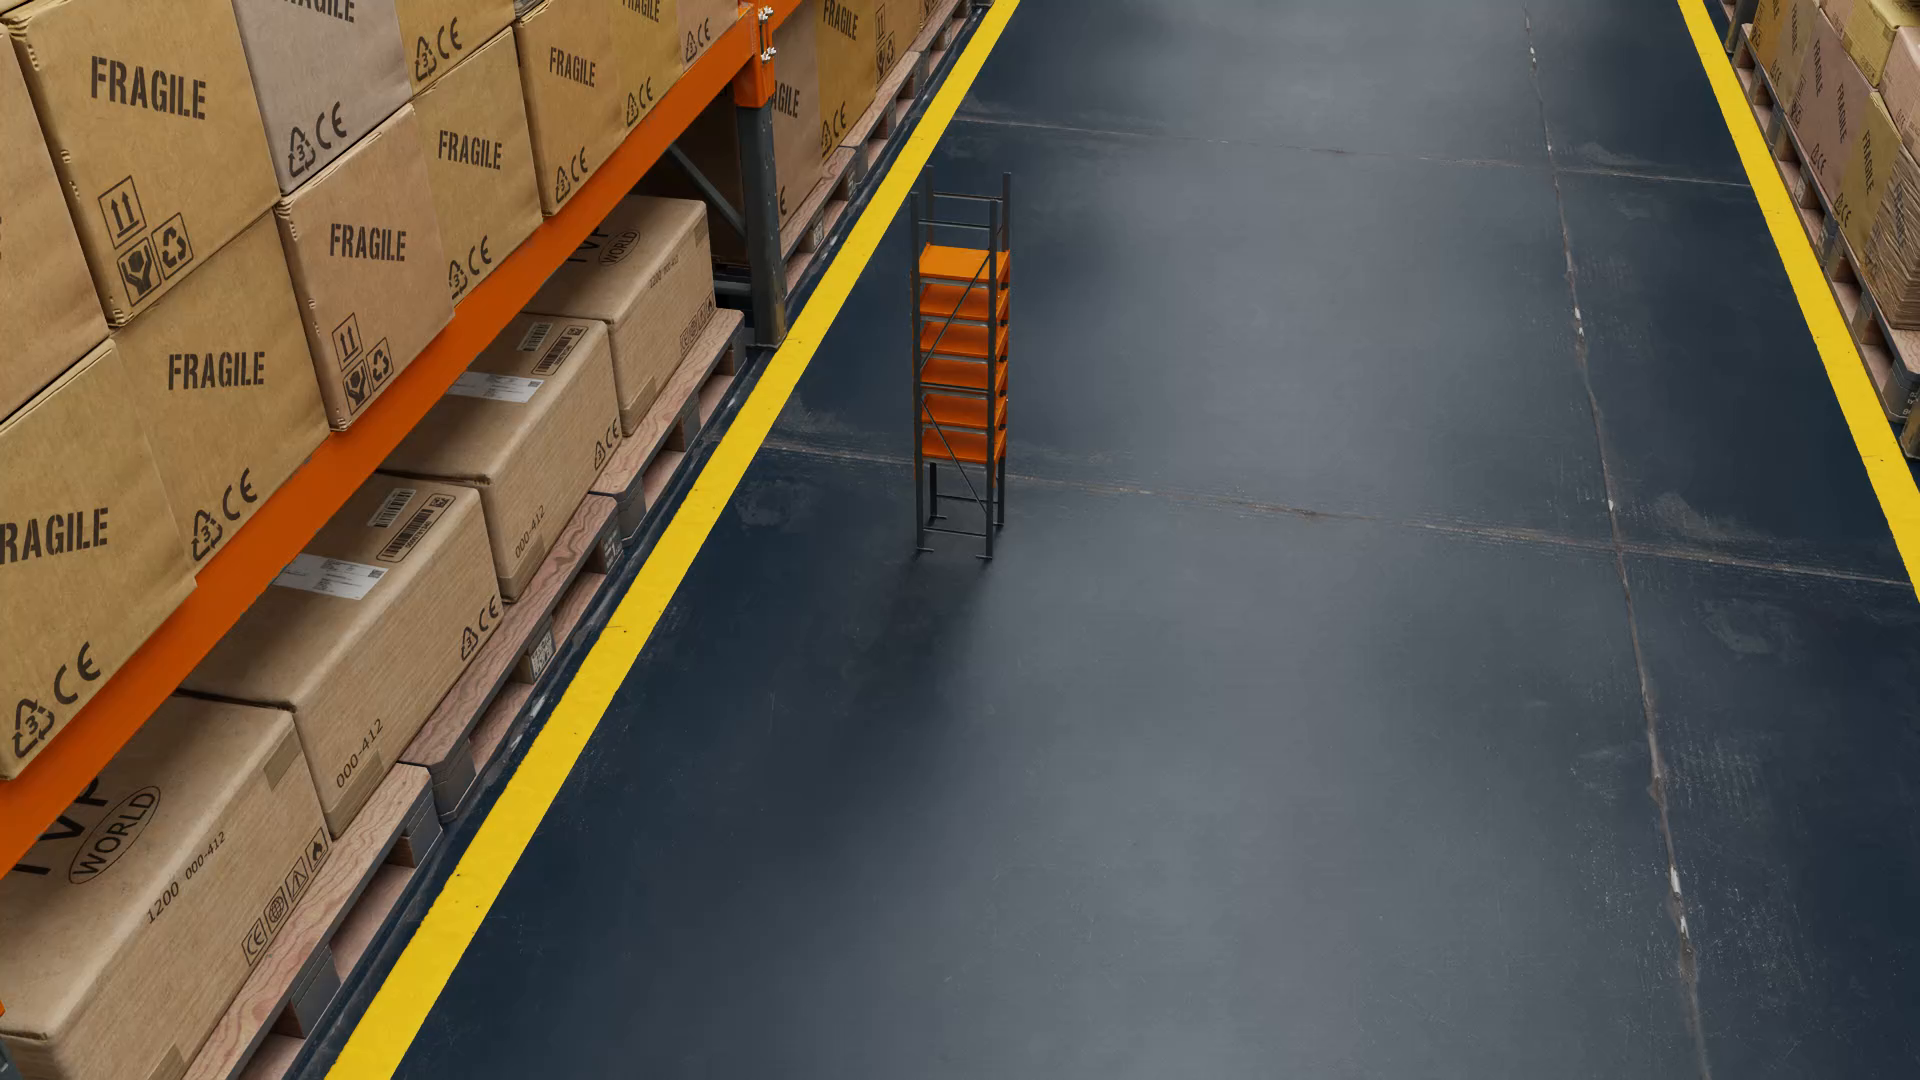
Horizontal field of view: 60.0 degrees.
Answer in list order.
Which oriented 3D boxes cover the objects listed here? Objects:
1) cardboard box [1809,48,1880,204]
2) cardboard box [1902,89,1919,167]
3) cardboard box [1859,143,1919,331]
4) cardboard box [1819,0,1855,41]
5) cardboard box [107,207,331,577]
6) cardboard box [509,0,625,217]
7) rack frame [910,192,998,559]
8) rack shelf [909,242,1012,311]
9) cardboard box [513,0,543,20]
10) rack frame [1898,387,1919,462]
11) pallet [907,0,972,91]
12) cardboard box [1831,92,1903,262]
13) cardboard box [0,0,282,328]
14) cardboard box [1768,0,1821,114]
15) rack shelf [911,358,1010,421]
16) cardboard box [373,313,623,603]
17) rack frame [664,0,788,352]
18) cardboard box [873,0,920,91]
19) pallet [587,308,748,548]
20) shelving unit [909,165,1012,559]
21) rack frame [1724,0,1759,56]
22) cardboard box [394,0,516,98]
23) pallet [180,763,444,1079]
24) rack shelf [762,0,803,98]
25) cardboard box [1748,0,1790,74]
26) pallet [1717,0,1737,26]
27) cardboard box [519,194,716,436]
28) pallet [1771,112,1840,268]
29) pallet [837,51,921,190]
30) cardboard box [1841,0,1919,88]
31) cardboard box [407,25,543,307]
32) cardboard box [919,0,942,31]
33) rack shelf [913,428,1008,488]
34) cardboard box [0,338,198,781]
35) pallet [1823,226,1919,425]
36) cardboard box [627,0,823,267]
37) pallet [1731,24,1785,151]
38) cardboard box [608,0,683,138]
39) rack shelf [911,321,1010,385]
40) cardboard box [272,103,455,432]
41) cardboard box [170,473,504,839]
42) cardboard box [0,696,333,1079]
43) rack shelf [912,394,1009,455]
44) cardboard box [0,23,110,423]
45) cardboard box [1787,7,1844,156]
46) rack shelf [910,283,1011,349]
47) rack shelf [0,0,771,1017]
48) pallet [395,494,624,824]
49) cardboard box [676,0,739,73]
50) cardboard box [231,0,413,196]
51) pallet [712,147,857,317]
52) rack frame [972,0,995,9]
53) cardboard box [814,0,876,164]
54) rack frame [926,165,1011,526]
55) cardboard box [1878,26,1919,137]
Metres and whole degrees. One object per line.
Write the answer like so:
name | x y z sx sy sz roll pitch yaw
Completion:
cardboard box | 3.836 -1.658 6.753 0.500 0.500 0.500 7 36 9
cardboard box | 3.612 -1.377 5.726 0.500 0.250 0.500 6 36 9
cardboard box | 3.612 -1.070 5.943 0.500 0.500 0.500 7 36 9
cardboard box | 3.944 -2.273 6.964 0.500 0.250 0.500 8 37 10
cardboard box | -1.548 -0.299 3.021 0.500 0.500 0.500 7 36 9
cardboard box | -1.204 -1.176 4.231 0.500 0.500 0.500 7 36 9
rack frame | -0.016 -0.442 4.837 0.240 1.200 0.006 7 37 10
rack shelf | 0.003 -0.750 4.724 0.258 0.103 0.180 7 37 10
cardboard box | -1.204 -1.576 3.931 0.500 0.500 0.500 8 37 11
rack frame | 3.700 -1.456 4.703 1.000 3.000 0.127 7 37 10
pallet | -0.545 -2.740 8.851 1.003 0.211 1.213 7 37 10
cardboard box | 3.722 -1.364 6.348 0.500 0.500 0.500 6 36 9
cardboard box | -1.527 -0.707 2.733 0.500 0.500 0.500 6 36 9
cardboard box | 4.050 -2.245 7.564 0.500 0.500 0.500 8 37 11
rack shelf | 0.003 -0.458 4.935 0.258 0.103 0.180 7 37 10
cardboard box | -1.587 -0.292 4.922 0.875 0.438 0.875 6 36 9
rack frame | -1.157 -2.019 5.479 1.000 3.000 0.127 7 37 10
cardboard box | -0.726 -2.725 7.907 0.875 0.875 0.875 8 37 11
pallet | -1.396 -0.464 5.710 1.003 0.211 1.213 7 37 10
shelving unit | 0.003 -0.494 4.909 0.258 1.200 0.189 7 37 10
rack frame | 4.555 -3.749 7.867 1.000 3.000 0.127 7 37 10
cardboard box | -1.319 -1.290 3.536 0.500 0.500 0.500 7 37 10
pallet | -1.917 0.935 3.780 1.003 0.211 1.213 7 37 10
rack shelf | -0.730 -2.874 7.273 1.077 0.370 4.000 7 37 10
cardboard box | 4.154 -2.534 7.962 0.500 0.500 0.500 6 36 8
pallet | 4.797 -3.063 9.296 1.003 0.211 1.213 7 37 10
cardboard box | -1.396 -0.805 5.630 0.875 0.438 0.875 7 36 9
pallet | 4.123 -1.475 7.106 1.003 0.211 1.213 7 37 10
pallet | -0.808 -2.043 7.889 1.003 0.211 1.213 7 37 10
cardboard box | 3.834 -1.974 6.551 0.500 0.250 0.500 6 36 8
cardboard box | -1.331 -0.877 3.819 0.500 0.500 0.500 8 37 12
cardboard box | -0.531 -3.236 8.612 0.875 0.875 0.875 7 37 10
rack shelf | 0.003 -0.264 5.076 0.258 0.103 0.180 7 37 10
cardboard box | -1.629 -0.005 2.616 0.500 0.500 0.500 7 37 10
pallet | 3.865 -0.774 6.138 1.003 0.211 1.213 7 37 10
cardboard box | -1.103 -1.694 6.484 0.875 0.875 0.875 8 37 11
pallet | 4.386 -2.173 8.068 1.003 0.211 1.213 7 37 10
cardboard box | -1.111 -1.466 4.631 0.500 0.500 0.500 6 36 9
rack shelf | 0.003 -0.555 4.865 0.258 0.103 0.180 7 37 10
cardboard box | -1.421 -0.588 3.420 0.500 0.500 0.500 7 37 10
cardboard box | -1.781 0.225 4.209 0.875 0.438 0.875 8 37 11
cardboard box | -1.968 0.751 3.483 0.875 0.438 0.875 6 36 8
rack shelf | 0.003 -0.361 5.006 0.258 0.103 0.180 7 37 10
cardboard box | -1.631 -0.410 2.323 0.500 0.500 0.500 7 36 9
cardboard box | 3.945 -1.950 7.157 0.500 0.500 0.500 6 36 9
rack shelf | 0.003 -0.652 4.795 0.258 0.103 0.180 7 37 10
rack shelf | -1.584 -0.581 4.108 1.077 0.370 4.000 7 37 10
pallet | -1.654 0.238 4.742 1.003 0.211 1.213 7 37 10
cardboard box | -1.007 -1.761 5.039 0.500 0.500 0.500 8 37 10
cardboard box | -1.425 -1.004 3.141 0.500 0.500 0.500 7 37 10
pallet | -1.066 -1.342 6.921 1.003 0.211 1.213 7 37 10
rack frame | -0.303 -4.312 8.643 1.000 3.000 0.127 7 37 10
cardboard box | -0.918 -2.213 7.200 0.875 0.875 0.875 8 37 11
rack frame | 0.023 -0.547 4.982 0.240 1.200 0.006 7 37 10
cardboard box | 3.735 -1.669 6.131 0.500 0.250 0.500 9 37 12
